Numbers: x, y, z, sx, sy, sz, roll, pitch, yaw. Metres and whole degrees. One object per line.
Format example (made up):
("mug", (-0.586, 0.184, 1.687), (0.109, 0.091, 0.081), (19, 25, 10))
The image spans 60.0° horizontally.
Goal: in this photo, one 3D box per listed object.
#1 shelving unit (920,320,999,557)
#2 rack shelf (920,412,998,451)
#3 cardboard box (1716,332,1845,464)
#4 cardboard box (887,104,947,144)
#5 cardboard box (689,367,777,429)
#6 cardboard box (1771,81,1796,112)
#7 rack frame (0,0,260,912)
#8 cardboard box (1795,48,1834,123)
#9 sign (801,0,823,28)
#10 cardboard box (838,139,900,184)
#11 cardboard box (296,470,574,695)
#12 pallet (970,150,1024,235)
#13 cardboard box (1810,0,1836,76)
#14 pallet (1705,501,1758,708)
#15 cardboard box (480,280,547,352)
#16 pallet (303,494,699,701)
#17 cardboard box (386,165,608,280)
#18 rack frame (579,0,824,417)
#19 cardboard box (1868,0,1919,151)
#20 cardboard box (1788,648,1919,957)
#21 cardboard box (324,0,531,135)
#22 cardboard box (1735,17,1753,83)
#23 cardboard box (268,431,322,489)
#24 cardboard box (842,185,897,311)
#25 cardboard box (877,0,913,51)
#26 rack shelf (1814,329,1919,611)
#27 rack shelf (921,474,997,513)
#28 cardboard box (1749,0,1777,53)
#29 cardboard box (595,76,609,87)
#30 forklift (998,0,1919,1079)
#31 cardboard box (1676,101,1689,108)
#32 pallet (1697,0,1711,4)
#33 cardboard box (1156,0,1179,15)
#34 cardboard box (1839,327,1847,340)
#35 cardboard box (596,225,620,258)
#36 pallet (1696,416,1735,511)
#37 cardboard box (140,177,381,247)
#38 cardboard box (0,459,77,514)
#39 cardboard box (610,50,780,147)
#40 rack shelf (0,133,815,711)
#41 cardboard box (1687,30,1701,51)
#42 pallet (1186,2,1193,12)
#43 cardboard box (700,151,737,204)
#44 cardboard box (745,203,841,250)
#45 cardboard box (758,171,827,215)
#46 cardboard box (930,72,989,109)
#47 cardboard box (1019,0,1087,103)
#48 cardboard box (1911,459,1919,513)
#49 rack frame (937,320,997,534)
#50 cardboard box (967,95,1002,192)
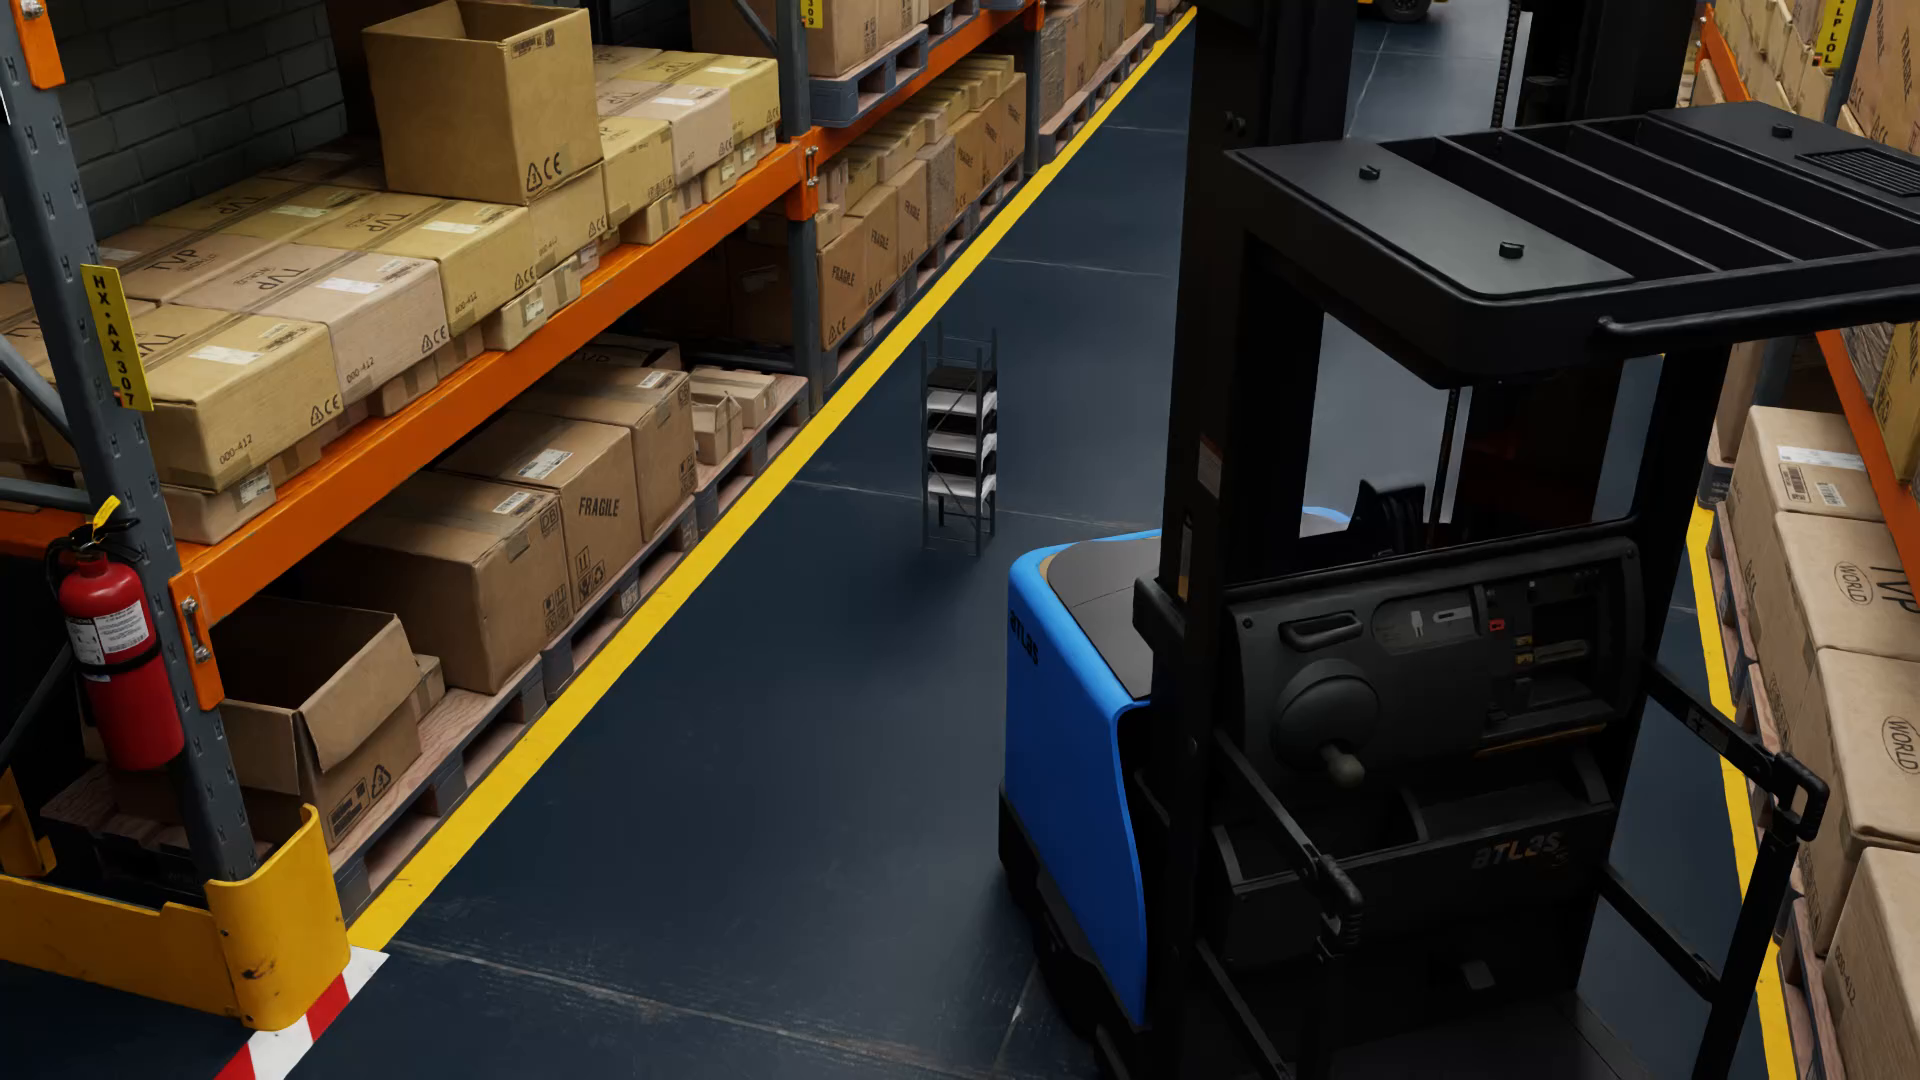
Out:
("shelving unit", (-0.002, -0.389, 6.524), (0.258, 0.900, 0.210), (8, 30, 15))
("rack shelf", (-0.002, -0.439, 6.497), (0.258, 0.077, 0.200), (8, 30, 15))
("cardboard box", (3.709, -0.834, 6.917), (0.875, 0.875, 0.875), (9, 30, 16))
("cardboard box", (-0.288, -2.342, 9.346), (0.380, 0.149, 0.250), (7, 30, 12))
("cardboard box", (-1.026, -0.623, 7.285), (0.380, 0.149, 0.250), (8, 30, 13))
("cardboard box", (3.644, -1.695, 6.866), (0.500, 0.250, 0.500), (8, 30, 14))
("rack frame", (-2.317, -0.127, 3.893), (1.000, 3.000, 0.127), (8, 30, 15))
("cardboard box", (3.500, -1.672, 6.310), (0.500, 0.250, 0.500), (8, 30, 15))
("sign", (-0.622, -2.291, 6.891), (0.100, 0.325, 0.005), (8, 30, 15))
("cardboard box", (-0.535, -1.990, 8.714), (0.380, 0.149, 0.250), (8, 30, 15))
("cardboard box", (-1.759, 0.119, 5.589), (0.700, 0.500, 0.500), (10, 31, 17))
("pallet", (-0.224, -2.285, 10.640), (1.003, 0.211, 1.213), (8, 30, 15))
("cardboard box", (3.494, -2.004, 6.135), (0.500, 0.500, 0.500), (9, 30, 16))
("pallet", (3.305, 0.281, 6.027), (1.003, 0.211, 1.213), (8, 30, 15))
("cardboard box", (-1.533, -0.723, 5.222), (0.380, 0.149, 0.250), (8, 30, 13))
("pallet", (-1.702, 0.120, 6.317), (1.003, 0.211, 1.213), (8, 30, 15))
("cardboard box", (-1.503, -1.075, 5.445), (0.500, 0.250, 0.500), (8, 30, 14))
("rack frame", (-1.143, -1.986, 7.235), (1.000, 3.000, 0.127), (8, 30, 15))
("cardboard box", (3.078, -1.340, 4.941), (0.500, 0.500, 0.500), (8, 30, 14))
("cardboard box", (2.788, 0.768, 4.487), (0.875, 0.438, 0.875), (9, 30, 16))
("cardboard box", (-1.835, -1.724, 5.841), (0.500, 0.500, 0.500), (8, 30, 13))
("cardboard box", (4.100, -2.397, 8.128), (0.500, 0.250, 0.500), (9, 30, 17))
("cardboard box", (-1.928, -0.256, 4.383), (0.380, 0.149, 0.250), (9, 30, 16))
("cardboard box", (-0.639, -1.519, 8.534), (0.500, 0.500, 0.500), (8, 30, 14))
("cardboard box", (-0.635, -2.647, 7.888), (0.700, 0.500, 0.500), (9, 30, 15))
("rack shelf", (3.016, -0.036, 4.469), (1.077, 0.370, 4.000), (8, 30, 15))
("rack shelf", (-0.002, -0.203, 6.628), (0.258, 0.077, 0.200), (8, 30, 15))
("cardboard box", (3.920, -2.387, 7.596), (0.500, 0.250, 0.500), (9, 30, 16))
("cardboard box", (-1.687, -1.625, 6.434), (0.500, 0.250, 0.500), (8, 30, 14))
("forklift", (1.052, 0.297, 3.201), (1.130, 2.935, 3.031), (-9, 30, -16))
("cardboard box", (4.953, -2.435, 10.312), (0.950, 0.372, 0.625), (6, 30, 11))
("pallet", (4.884, -3.401, 9.975), (1.213, 0.211, 1.003), (8, 30, 15))
("cardboard box", (1.664, -4.863, 14.803), (0.500, 0.250, 0.500), (9, 30, 15))
("cardboard box", (3.063, -0.909, 5.196), (0.500, 0.500, 0.500), (9, 30, 15))
("cardboard box", (-1.438, -1.099, 5.898), (0.380, 0.149, 0.250), (9, 30, 16))
("pallet", (3.757, -0.430, 7.306), (1.003, 0.211, 1.213), (8, 30, 15))
("cardboard box", (-2.134, -0.912, 5.152), (0.500, 0.250, 0.500), (9, 30, 16))
("cardboard box", (-2.477, -0.210, 4.300), (0.380, 0.149, 0.250), (8, 30, 14))
("cardboard box", (-1.059, -1.779, 6.711), (0.500, 0.250, 0.500), (9, 30, 16))
("rack shelf", (-1.730, -0.742, 5.739), (1.077, 0.370, 4.000), (8, 30, 15))
("cardboard box", (5.592, -3.454, 12.144), (0.950, 0.372, 0.625), (10, 31, 18))
("pallet", (1.835, -5.418, 16.272), (1.003, 0.211, 1.213), (8, 30, 15))
("cardboard box", (-1.104, -1.444, 6.518), (0.380, 0.149, 0.250), (9, 30, 16))
("cardboard box", (-0.783, -1.489, 7.814), (0.380, 0.149, 0.250), (10, 31, 17))
("cardboard box", (-0.841, -1.628, 7.757), (0.380, 0.149, 0.250), (8, 30, 14))
("cardboard box", (-0.042, -2.707, 10.002), (0.380, 0.149, 0.250), (7, 30, 13))
("cardboard box", (0.411, -3.583, 12.117), (0.875, 0.625, 0.625), (9, 30, 17))
("cardboard box", (2.621, -0.198, 3.917), (0.500, 0.500, 0.500), (9, 30, 16))
("rack frame", (0.027, -0.437, 6.609), (0.240, 0.900, 0.006), (8, 30, 15))
("cardboard box", (-0.045, -2.478, 10.258), (0.500, 0.500, 0.500), (8, 30, 14))
